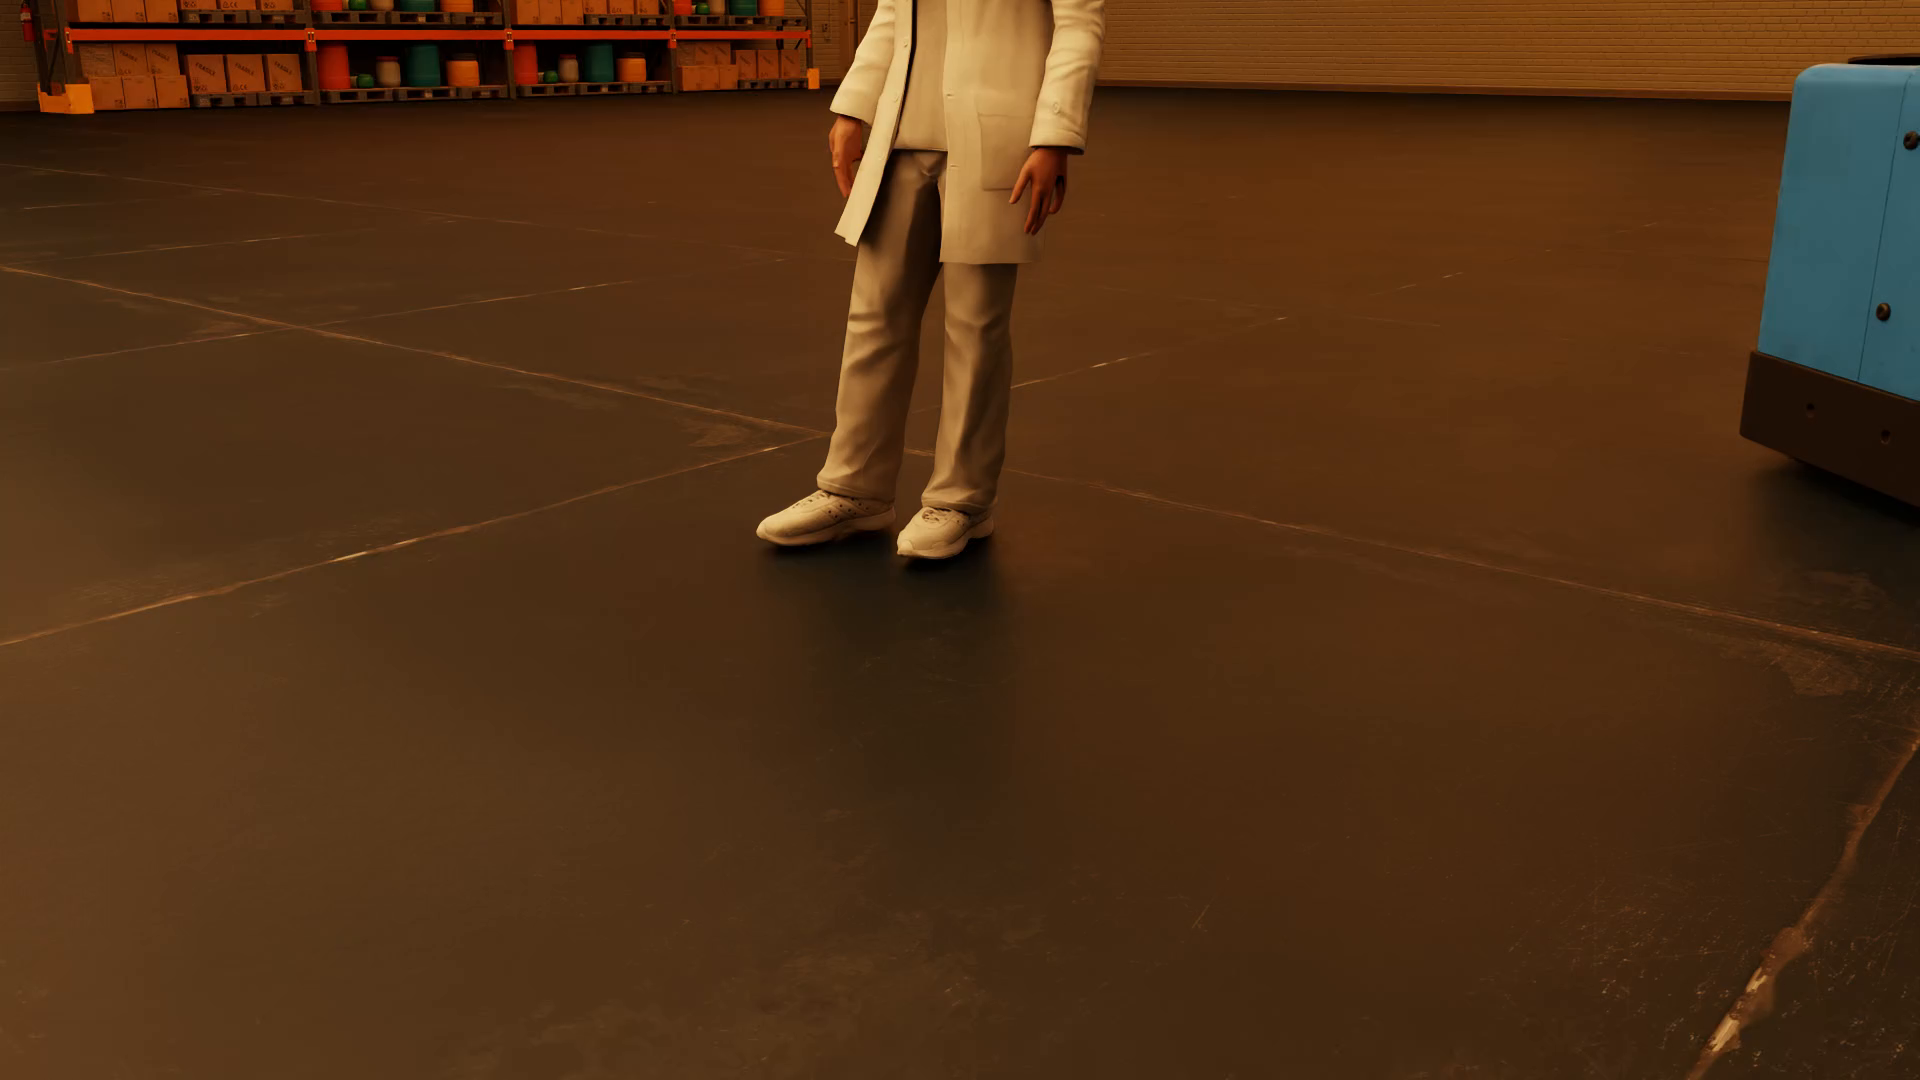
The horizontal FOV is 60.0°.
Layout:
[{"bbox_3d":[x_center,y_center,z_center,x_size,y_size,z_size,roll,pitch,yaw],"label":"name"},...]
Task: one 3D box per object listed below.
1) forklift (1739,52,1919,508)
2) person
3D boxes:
[{"bbox_3d":[3.739,-1.550,4.001,3.031,2.935,1.130,-2,17,-7],"label":"forklift"},{"bbox_3d":[-0.061,-0.838,3.616,0.698,1.778,0.578,13,21,37],"label":"person"}]
